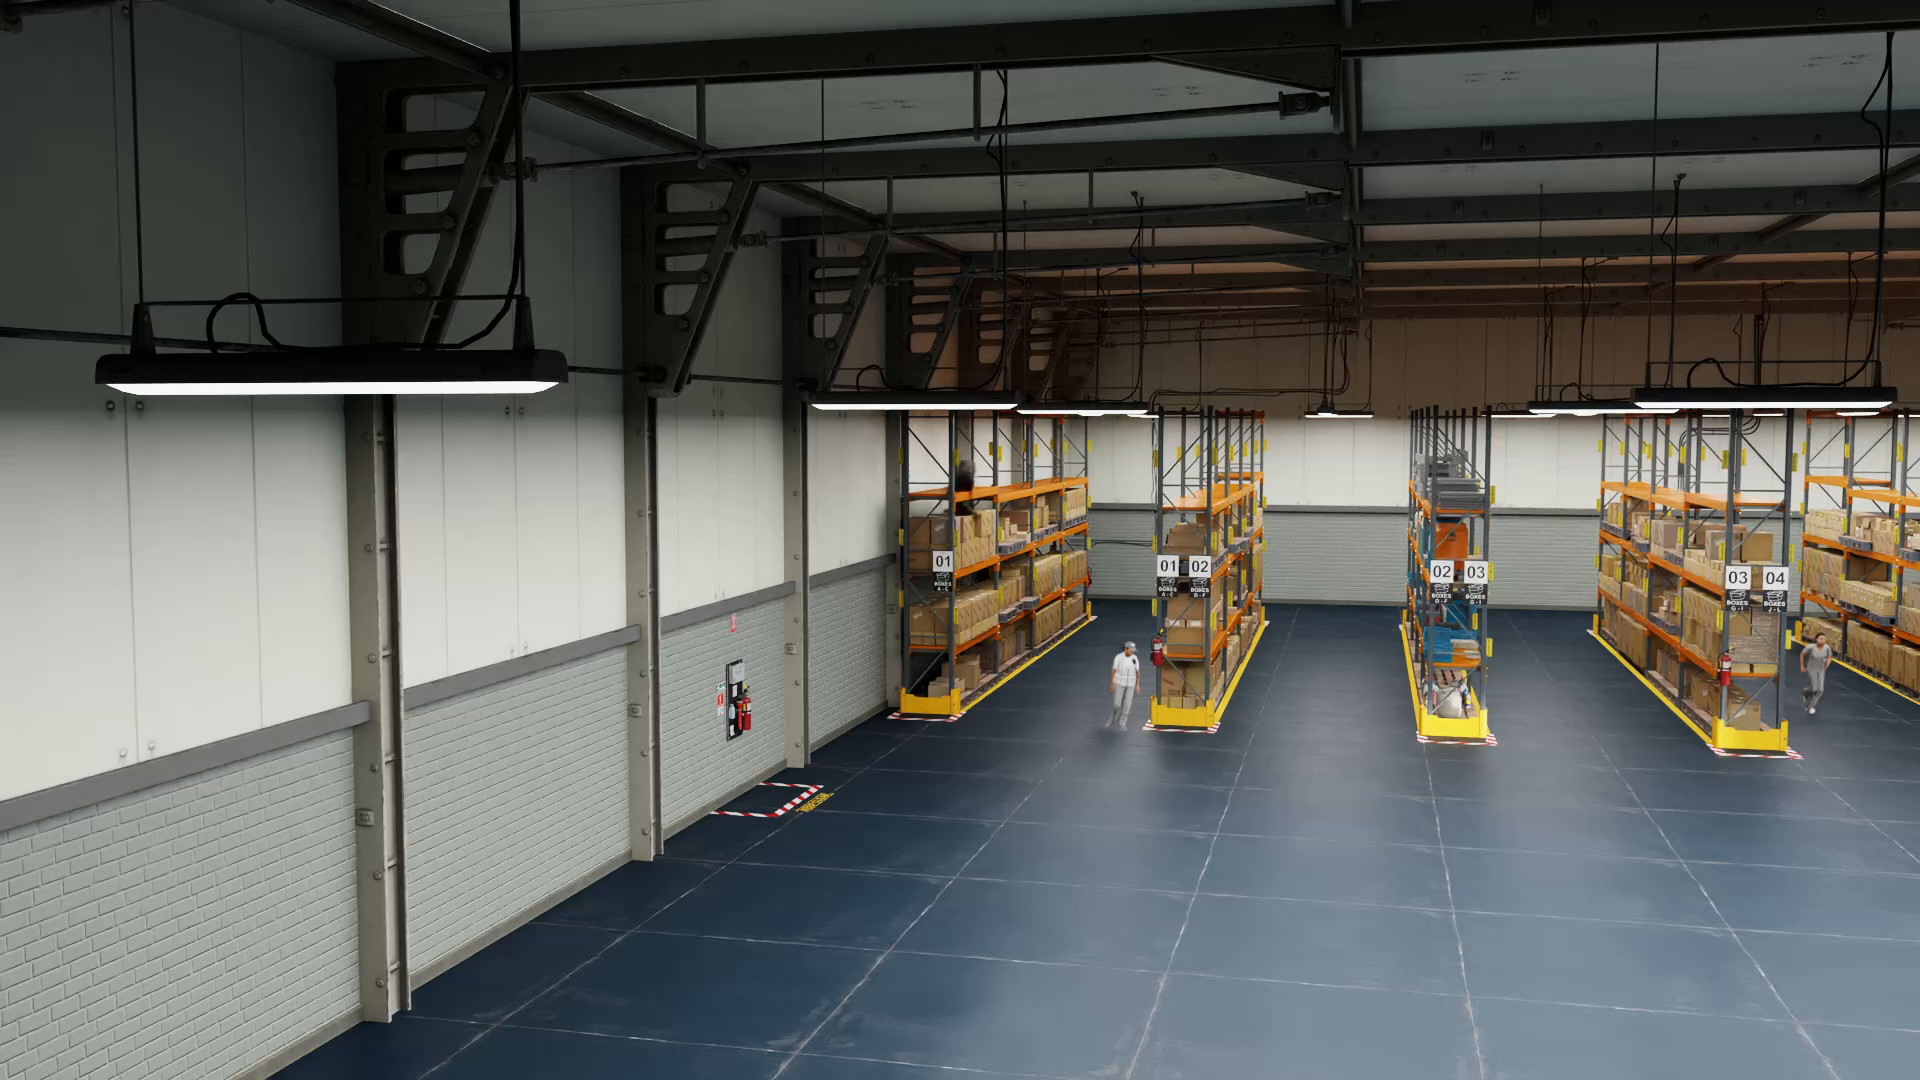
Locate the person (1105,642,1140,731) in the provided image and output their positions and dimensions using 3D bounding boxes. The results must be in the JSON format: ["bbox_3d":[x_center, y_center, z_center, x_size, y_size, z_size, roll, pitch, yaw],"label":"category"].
[{"bbox_3d":[3.002,2.686,30.644,0.621,1.649,0.451,-1,4,-14],"label":"person"}]

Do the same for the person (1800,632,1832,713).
[{"bbox_3d":[16.778,2.589,32.615,0.528,1.601,0.663,0,4,-4],"label":"person"}]
